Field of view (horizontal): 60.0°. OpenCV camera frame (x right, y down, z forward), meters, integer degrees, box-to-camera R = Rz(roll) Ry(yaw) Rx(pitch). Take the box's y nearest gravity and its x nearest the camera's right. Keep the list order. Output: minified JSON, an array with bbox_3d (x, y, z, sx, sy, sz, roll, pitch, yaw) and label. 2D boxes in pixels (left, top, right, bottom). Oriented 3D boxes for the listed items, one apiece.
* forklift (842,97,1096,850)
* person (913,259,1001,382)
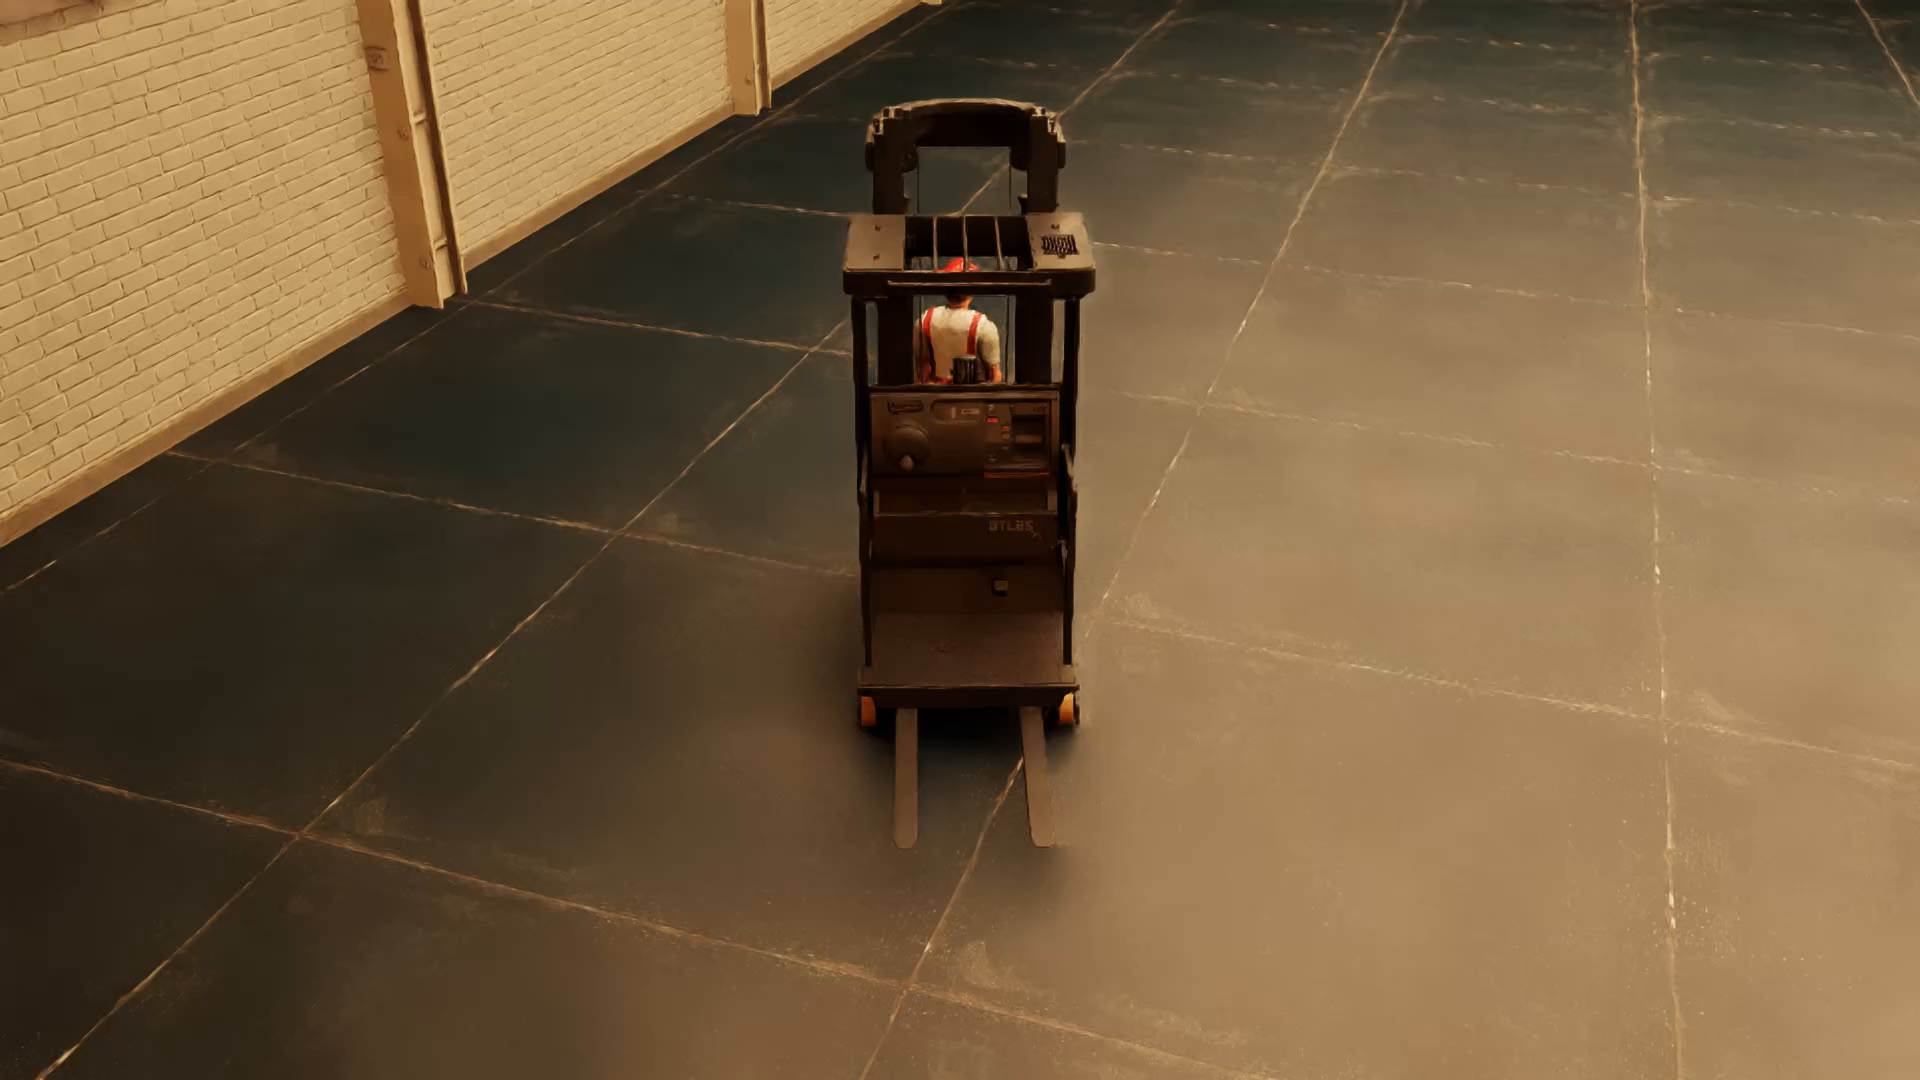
[{"bbox_3d":[0.033,-0.482,7.983,1.130,2.935,3.031,-1,30,-1],"label":"forklift"},{"bbox_3d":[0.026,-0.817,9.721,0.540,1.794,0.484,10,31,16],"label":"person"}]
